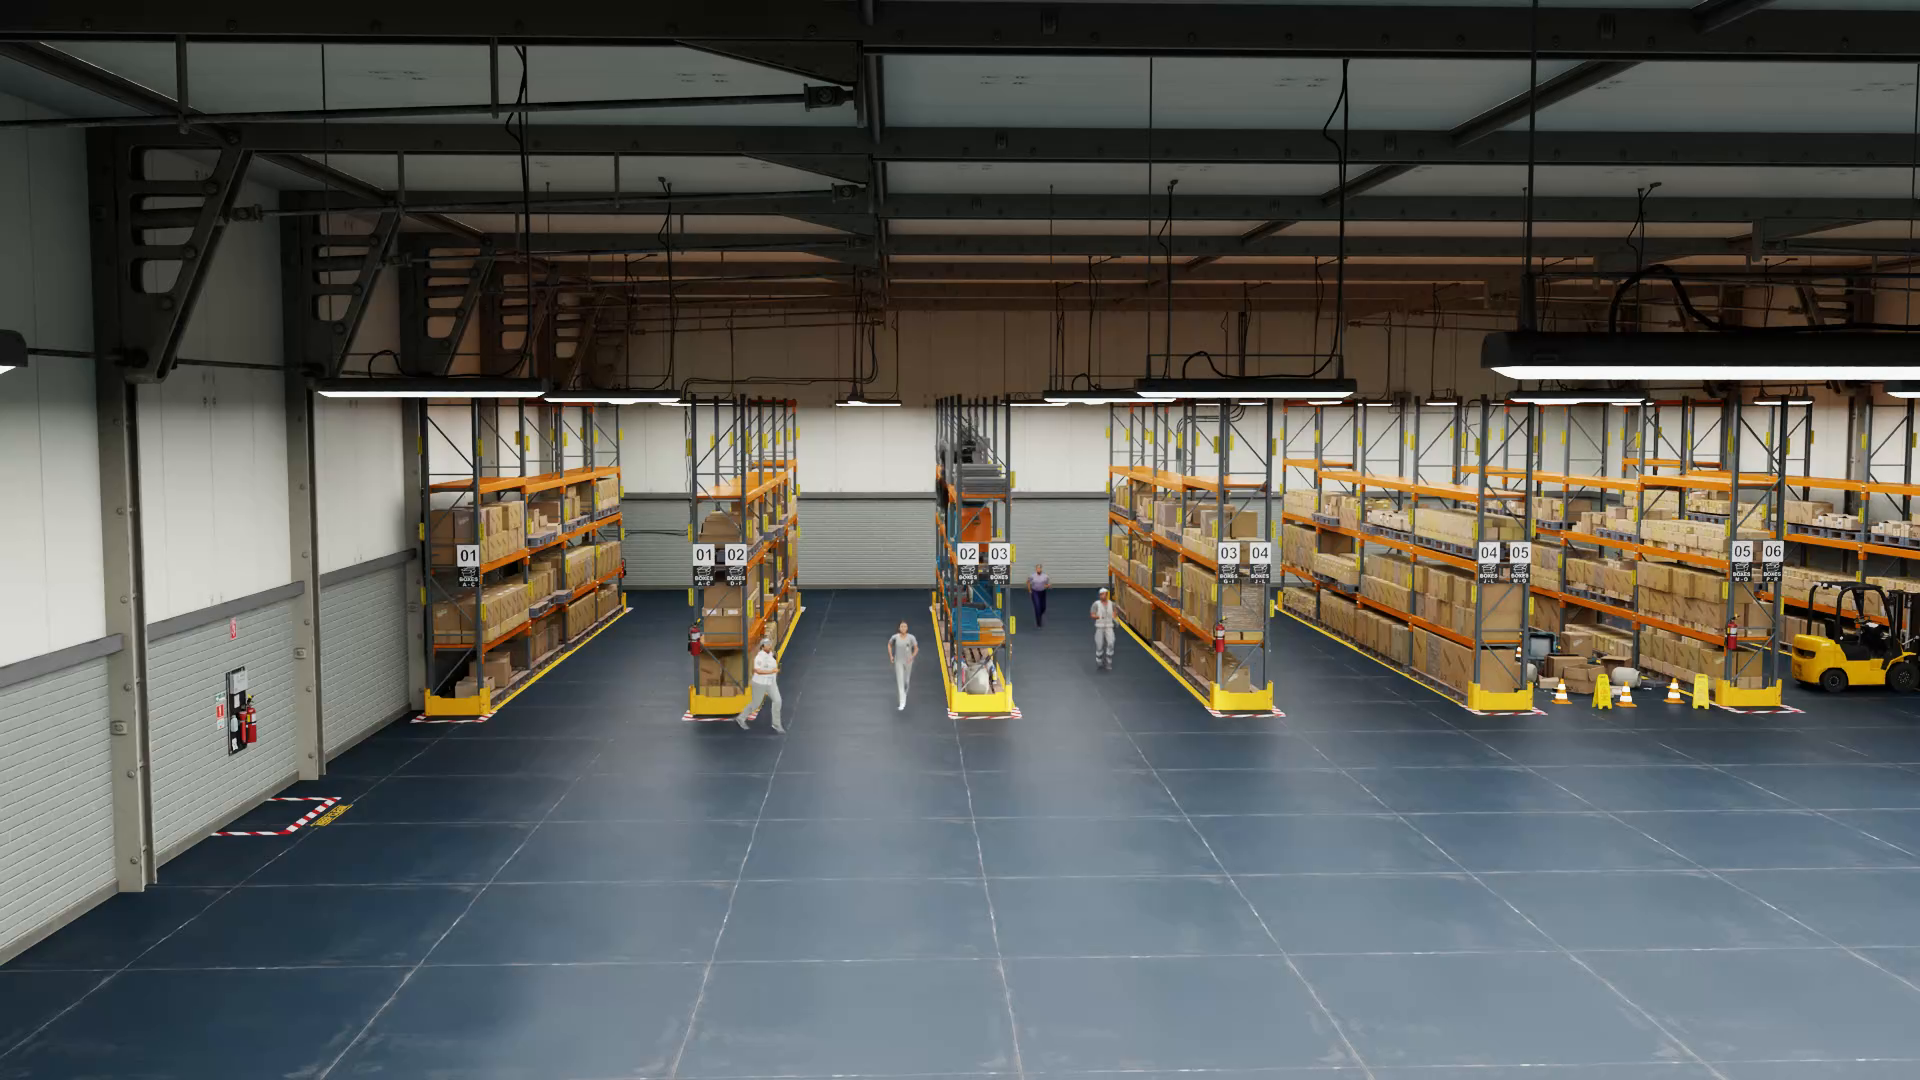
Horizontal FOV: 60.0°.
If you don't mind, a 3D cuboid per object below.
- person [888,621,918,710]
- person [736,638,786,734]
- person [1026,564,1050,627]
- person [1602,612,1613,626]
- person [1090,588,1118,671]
[{"bbox_3d":[-1.099,2.386,32.063,0.586,1.683,0.880,0,5,-6],"label":"person"},{"bbox_3d":[-3.514,2.579,29.491,0.895,1.710,0.614,2,5,29],"label":"person"},{"bbox_3d":[2.077,1.447,43.901,0.610,1.625,0.847,-1,5,-8],"label":"person"},{"bbox_3d":[16.633,1.545,42.675,0.626,1.639,0.525,0,4,0],"label":"person"},{"bbox_3d":[3.176,1.961,36.489,0.640,1.824,0.743,0,5,-5],"label":"person"}]
